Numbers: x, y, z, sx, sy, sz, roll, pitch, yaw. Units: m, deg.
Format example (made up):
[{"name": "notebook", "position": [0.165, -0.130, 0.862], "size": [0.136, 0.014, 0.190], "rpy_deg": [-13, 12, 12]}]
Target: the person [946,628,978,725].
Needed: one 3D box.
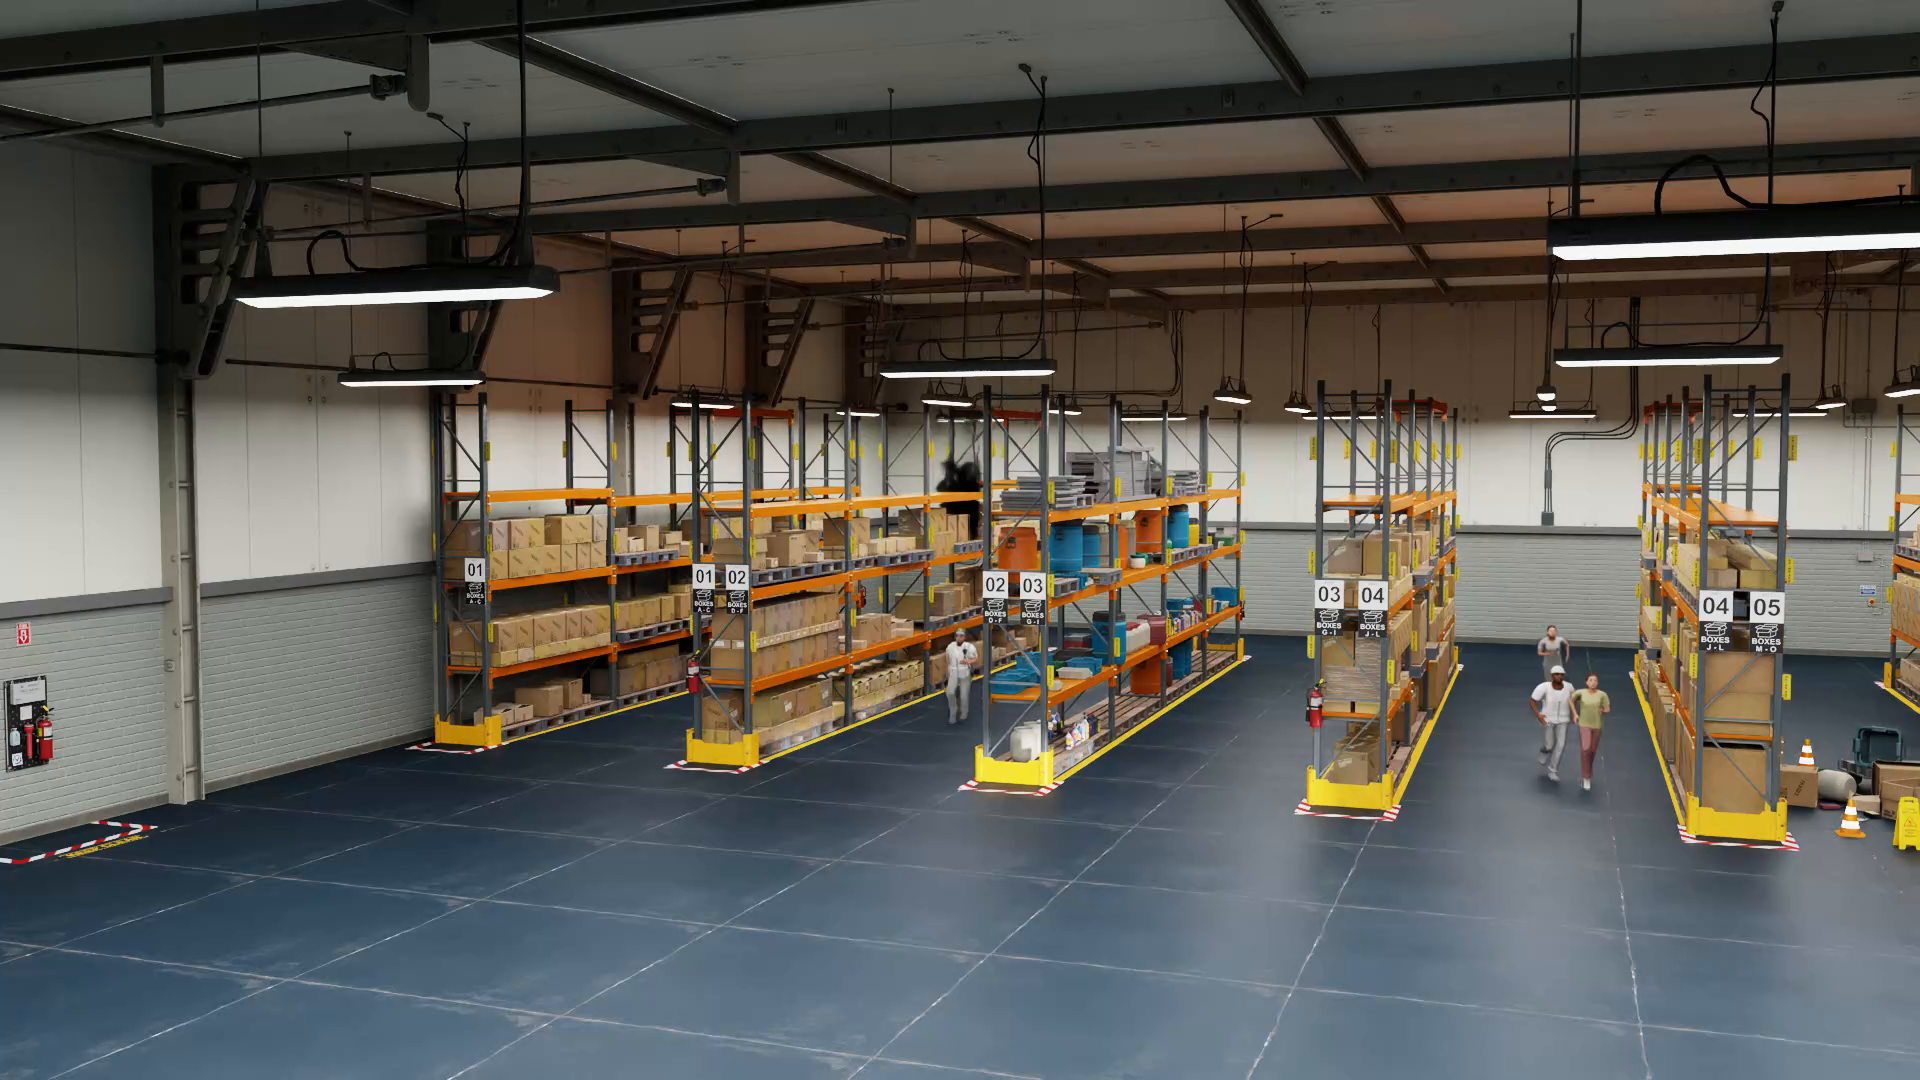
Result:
[{"name": "person", "position": [0.017, 2.506, 30.583], "size": [0.643, 1.809, 0.782], "rpy_deg": [1, 3, 11]}]

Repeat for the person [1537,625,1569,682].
[{"name": "person", "position": [11.446, 2.469, 32.098], "size": [0.589, 1.646, 0.807], "rpy_deg": [1, 3, 17]}]

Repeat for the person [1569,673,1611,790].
[{"name": "person", "position": [9.445, 2.841, 24.914], "size": [0.562, 1.729, 0.735], "rpy_deg": [0, 3, 8]}]

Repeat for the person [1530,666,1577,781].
[{"name": "person", "position": [9.135, 2.787, 25.574], "size": [0.726, 1.736, 0.772], "rpy_deg": [0, 3, 2]}]
